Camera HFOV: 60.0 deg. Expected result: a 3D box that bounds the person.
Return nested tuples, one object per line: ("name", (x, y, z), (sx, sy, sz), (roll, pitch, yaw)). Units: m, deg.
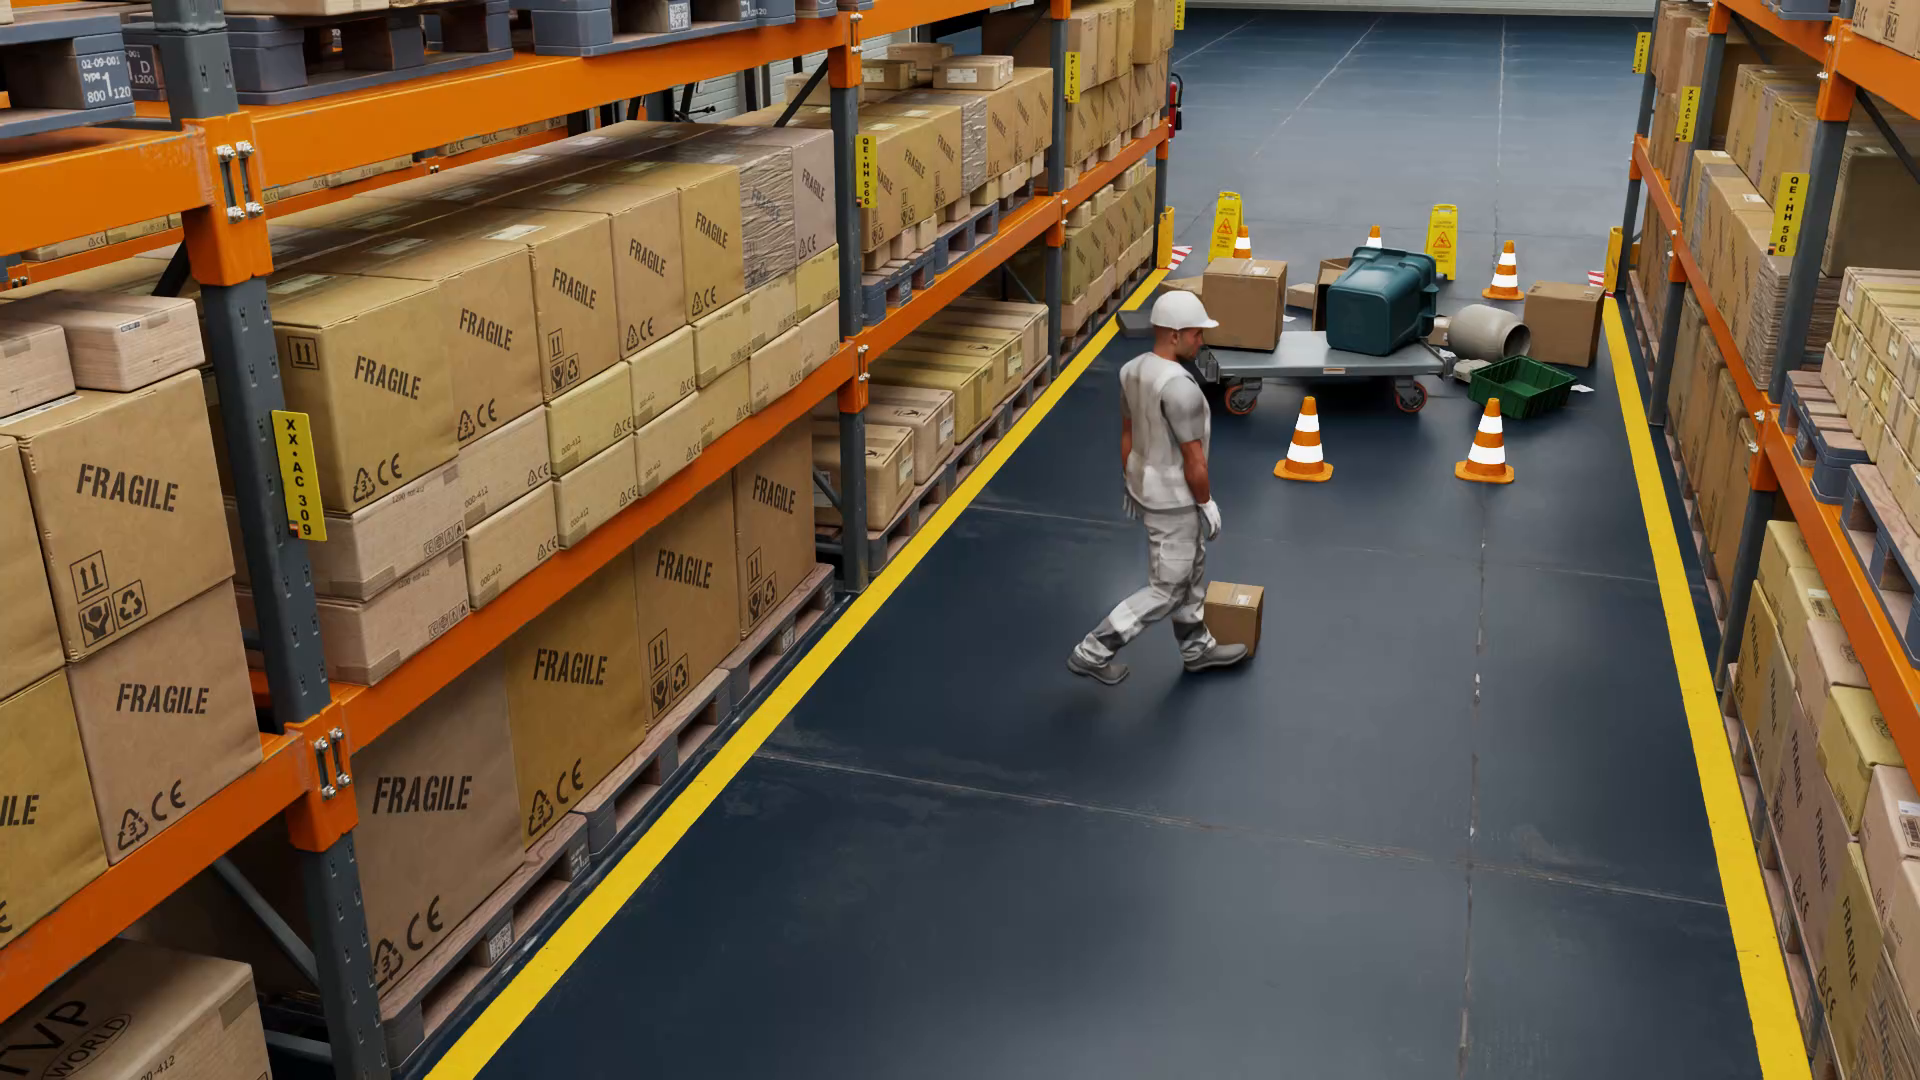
("person", (15.334, -1.630, 10.727), (30.890, 1.722, 8.237), (-5, 22, -13))
